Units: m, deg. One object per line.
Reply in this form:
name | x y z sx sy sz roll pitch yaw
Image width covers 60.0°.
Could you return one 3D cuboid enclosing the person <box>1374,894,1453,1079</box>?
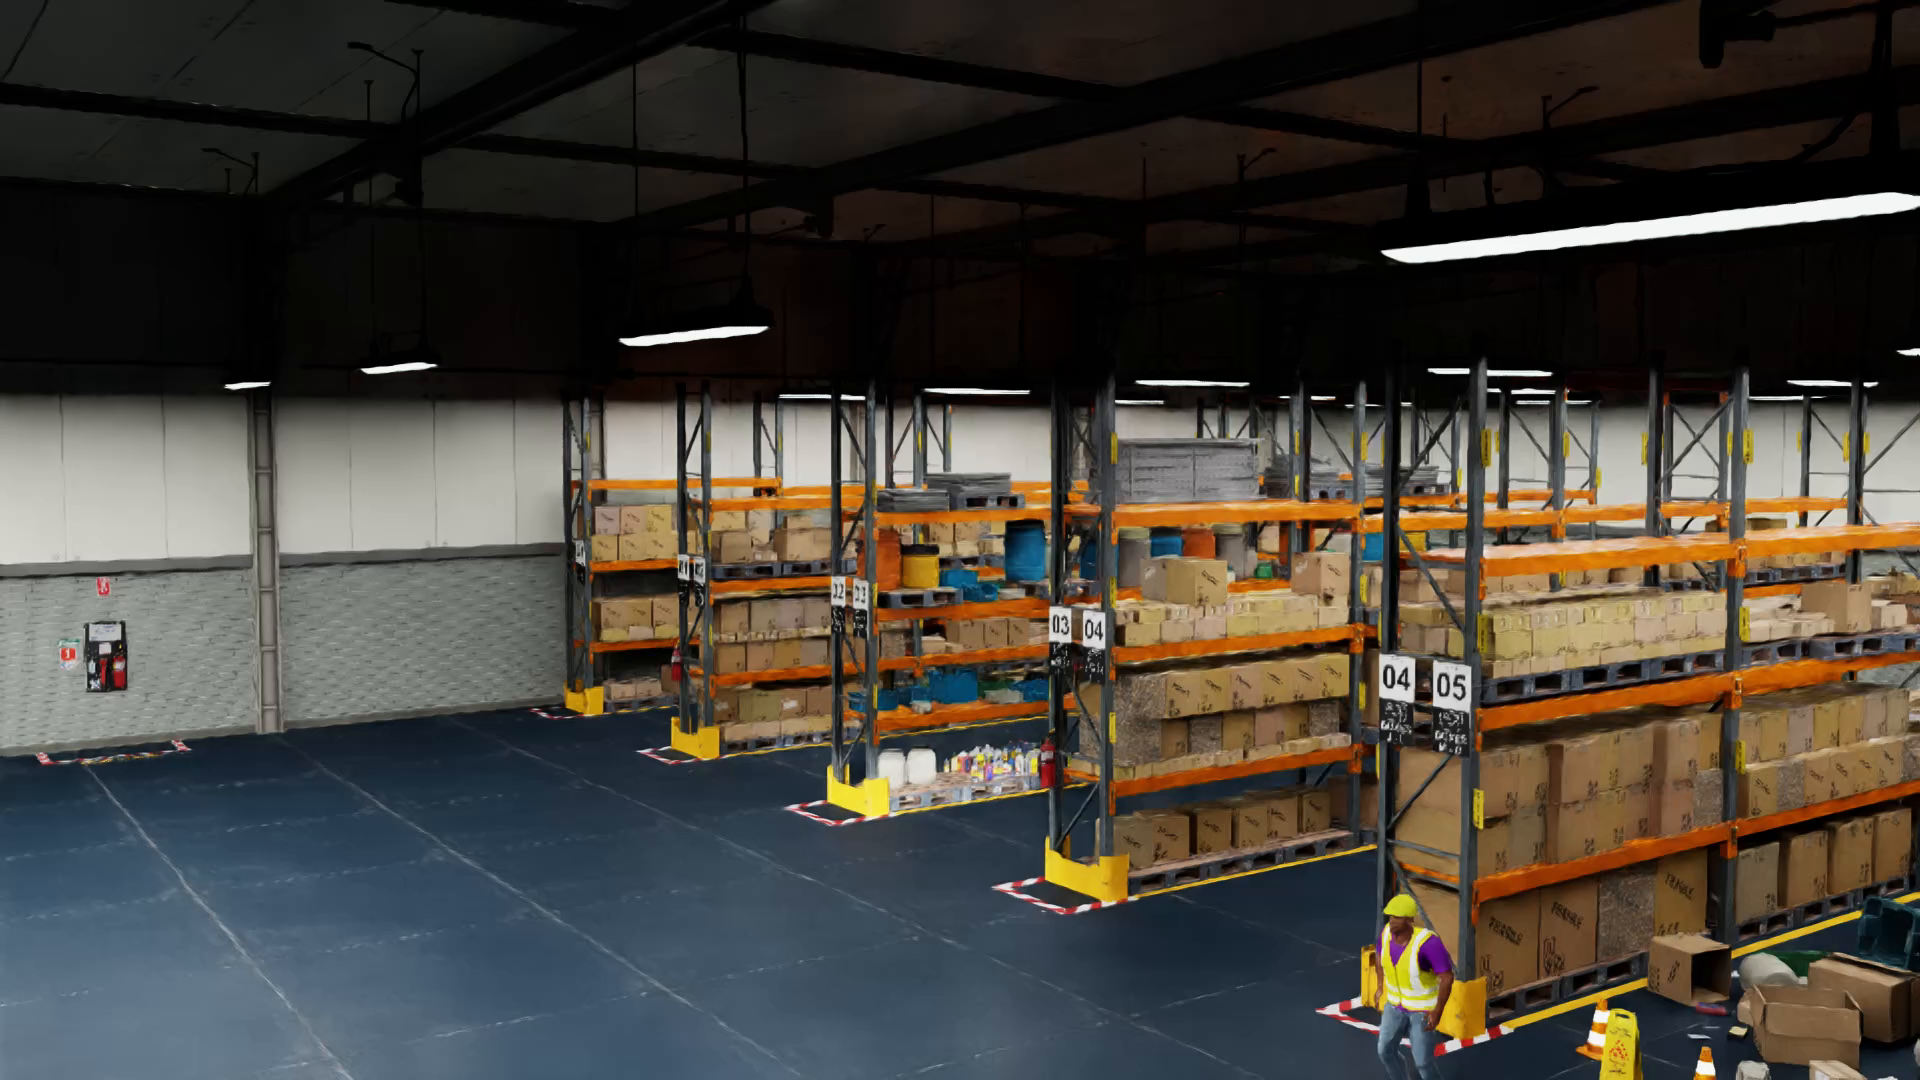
person | 3.400 3.507 12.579 0.578 1.714 0.719 -3 5 -36
